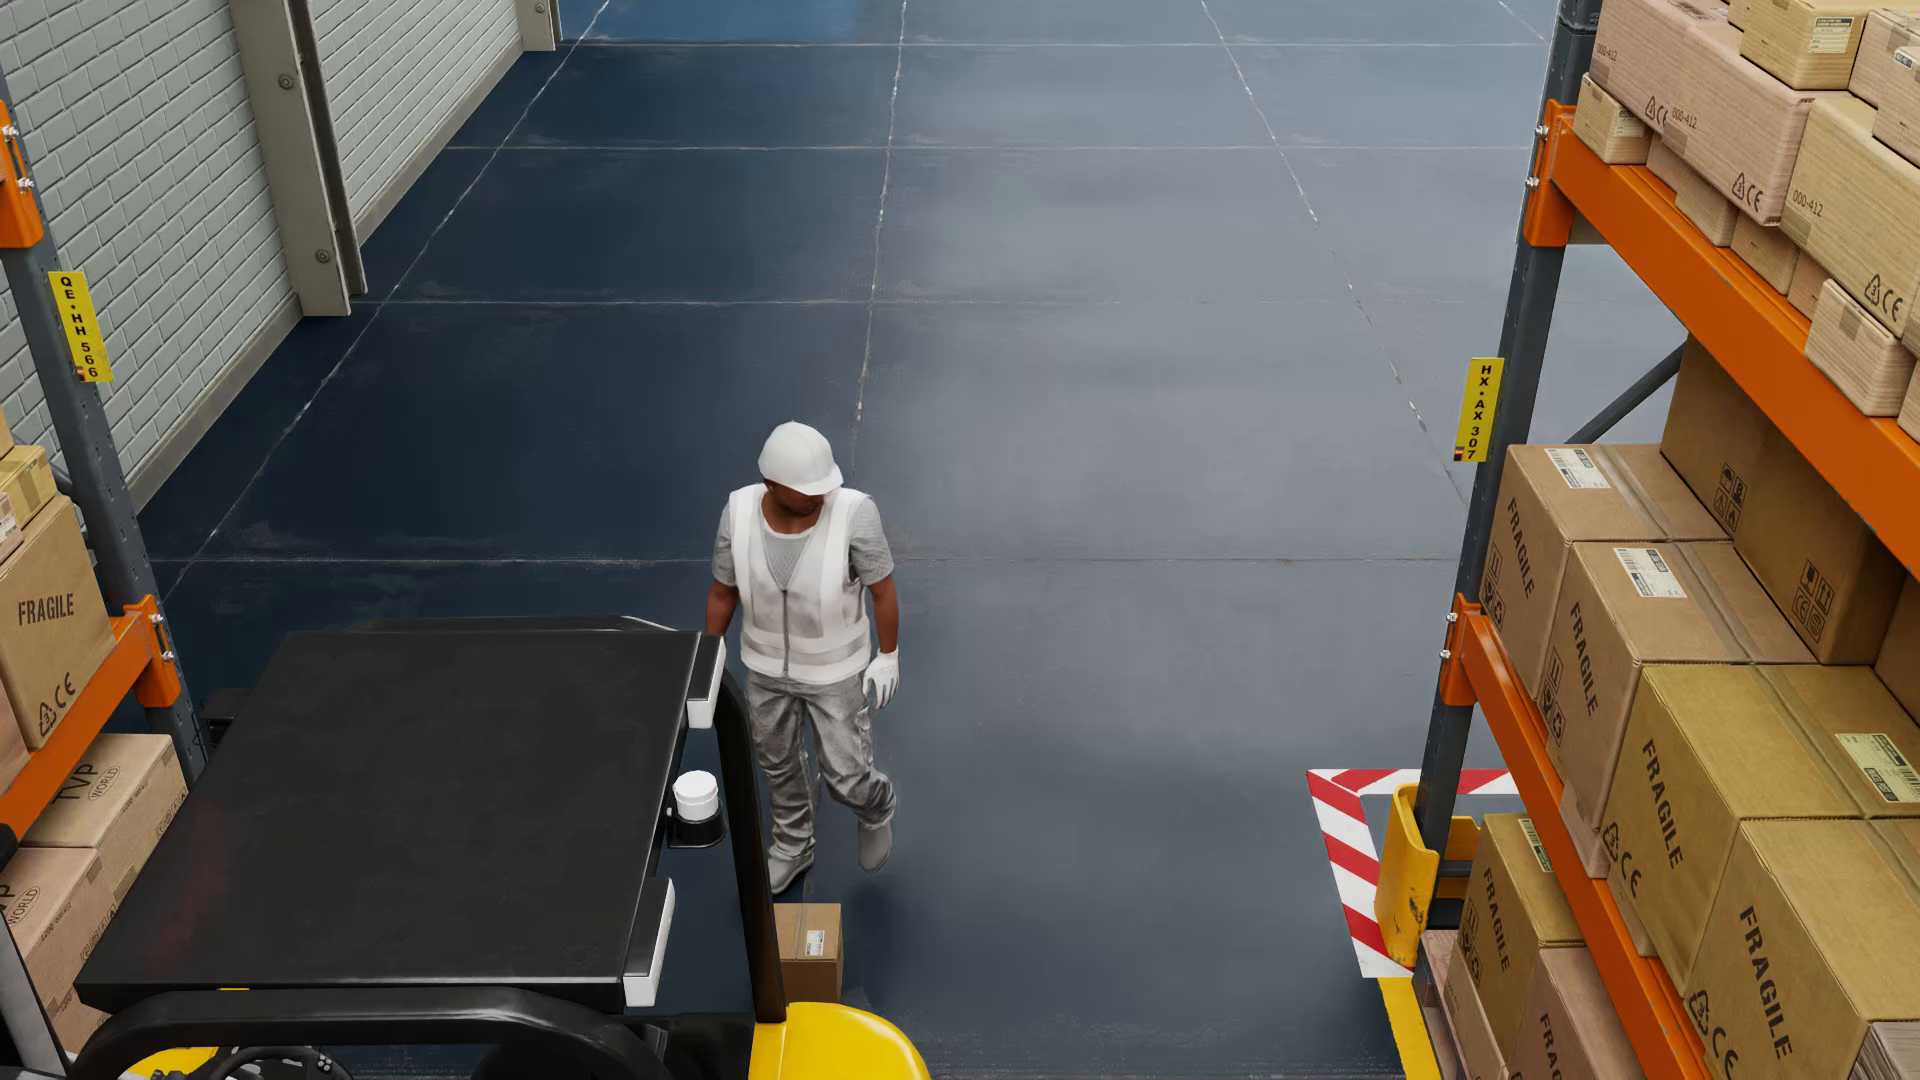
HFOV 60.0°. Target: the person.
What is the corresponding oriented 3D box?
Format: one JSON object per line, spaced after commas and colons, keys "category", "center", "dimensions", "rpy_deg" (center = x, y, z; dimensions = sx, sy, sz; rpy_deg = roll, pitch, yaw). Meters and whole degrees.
{"category": "person", "center": [-0.513, 0.399, 5.415], "dimensions": [0.622, 1.779, 0.496], "rpy_deg": [10, 33, 15]}
